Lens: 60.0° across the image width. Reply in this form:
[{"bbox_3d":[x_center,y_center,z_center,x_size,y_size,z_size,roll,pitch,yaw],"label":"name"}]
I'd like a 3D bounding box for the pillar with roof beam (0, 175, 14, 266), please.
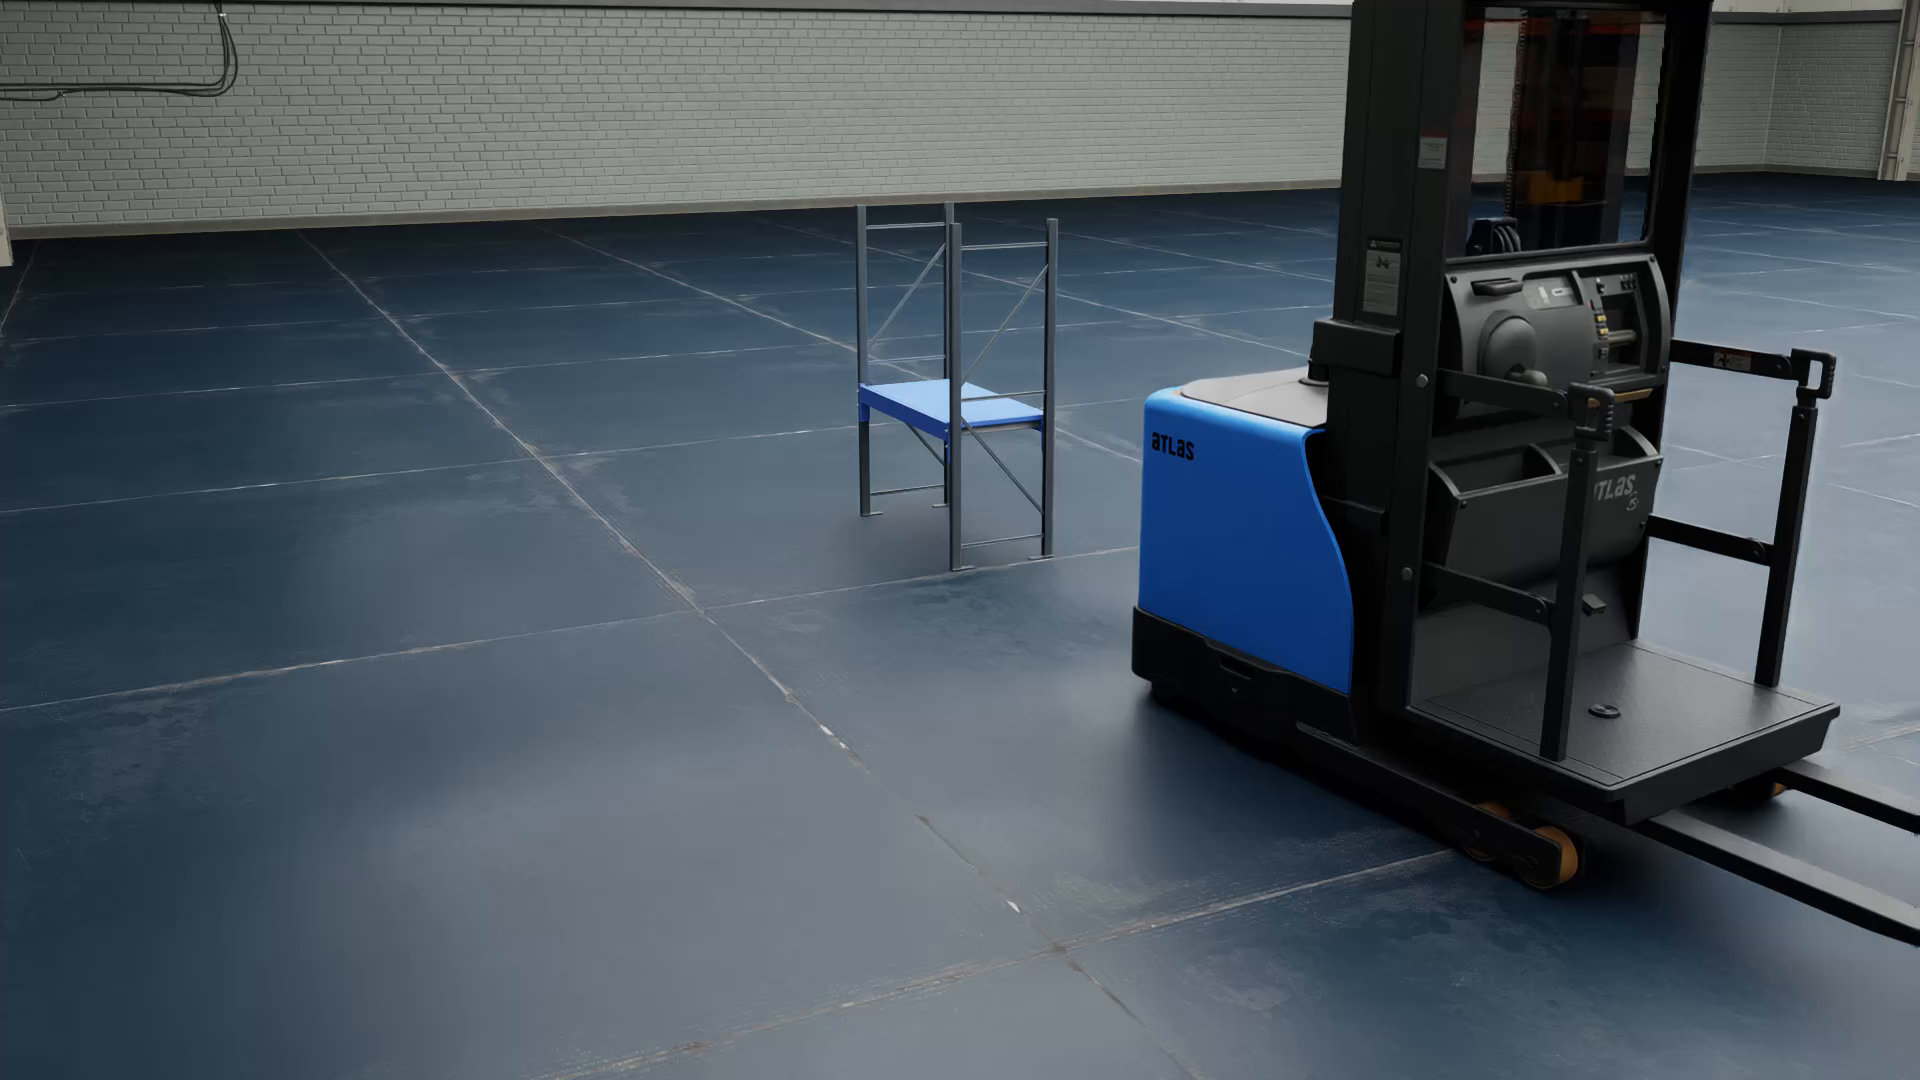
[{"bbox_3d":[-6.743,-7.880,18.897,9.100,9.000,0.400,-8,18,-25],"label":"pillar with roof beam"}]

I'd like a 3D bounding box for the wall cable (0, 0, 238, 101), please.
[{"bbox_3d":[-10.715,-6.758,20.615,3.097,2.526,0.112,-8,18,-25],"label":"wall cable"}]

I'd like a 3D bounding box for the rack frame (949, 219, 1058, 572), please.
[{"bbox_3d":[0.185,-0.616,7.178,0.500,1.500,0.032,-8,18,-25],"label":"rack frame"}]

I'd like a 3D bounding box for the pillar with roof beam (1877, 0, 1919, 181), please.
[{"bbox_3d":[13.834,-10.646,28.536,9.100,9.000,0.400,-8,18,-25],"label":"pillar with roof beam"}]

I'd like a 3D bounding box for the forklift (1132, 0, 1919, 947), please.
[{"bbox_3d":[1.840,-0.618,4.592,1.130,2.935,3.031,-10,19,-32],"label":"forklift"}]

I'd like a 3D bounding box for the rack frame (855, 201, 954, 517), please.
[{"bbox_3d":[-0.260,-0.868,8.057,0.500,1.500,0.032,-8,18,-25],"label":"rack frame"}]

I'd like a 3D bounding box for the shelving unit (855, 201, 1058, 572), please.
[{"bbox_3d":[-0.037,-0.742,7.618,0.538,1.500,1.048,-8,18,-25],"label":"shelving unit"}]

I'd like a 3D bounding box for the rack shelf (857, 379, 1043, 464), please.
[{"bbox_3d":[-0.037,-0.569,7.667,0.538,0.185,1.000,-8,18,-25],"label":"rack shelf"}]
